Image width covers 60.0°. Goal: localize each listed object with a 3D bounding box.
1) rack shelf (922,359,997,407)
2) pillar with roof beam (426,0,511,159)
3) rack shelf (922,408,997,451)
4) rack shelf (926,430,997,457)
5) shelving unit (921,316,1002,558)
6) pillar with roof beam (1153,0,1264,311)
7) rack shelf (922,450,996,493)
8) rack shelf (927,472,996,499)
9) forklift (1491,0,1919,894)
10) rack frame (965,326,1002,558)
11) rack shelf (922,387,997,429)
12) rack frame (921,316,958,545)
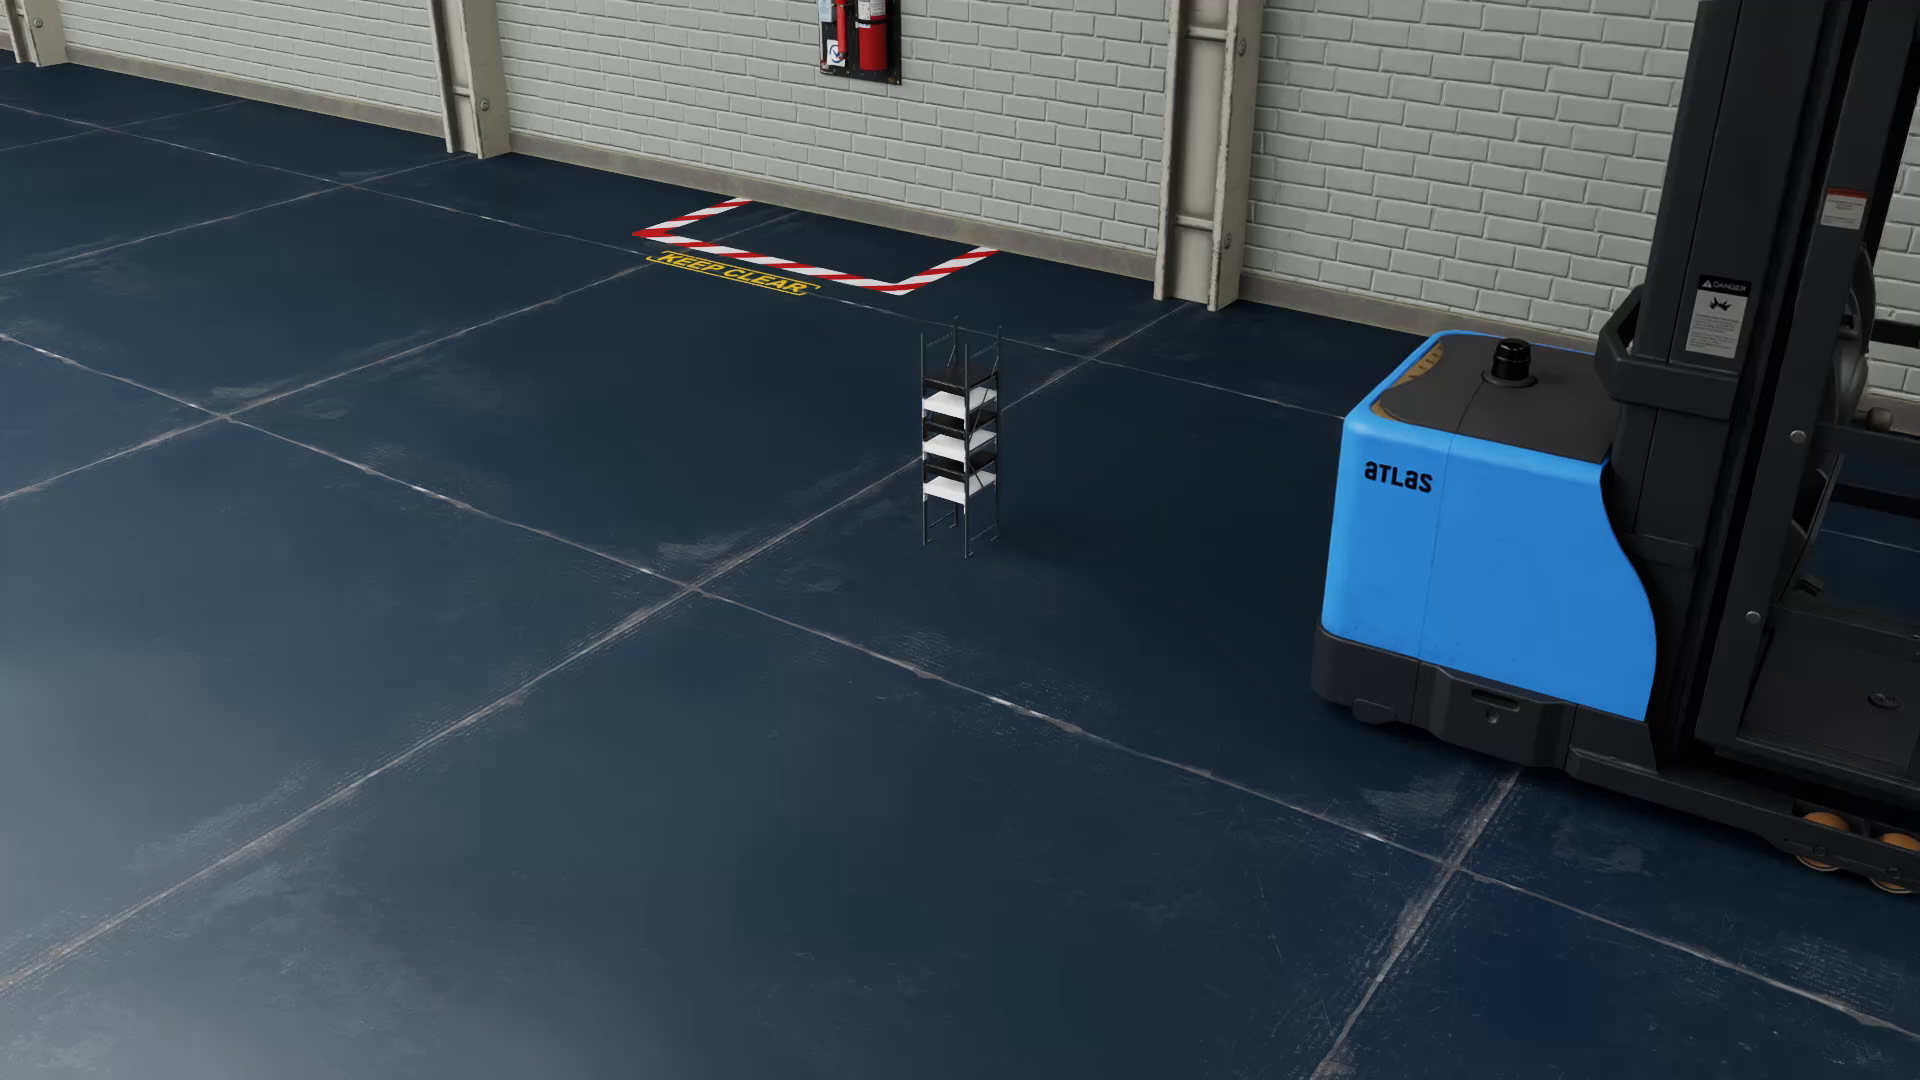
[{"bbox_3d":[0.007,-0.610,6.434,0.200,0.077,0.258,17,32,30],"label":"rack shelf"},{"bbox_3d":[-6.036,-5.320,7.282,0.400,9.000,9.100,17,32,30],"label":"pillar with roof beam"},{"bbox_3d":[0.007,-0.449,6.516,0.200,0.077,0.258,17,32,30],"label":"rack shelf"},{"bbox_3d":[0.007,-0.387,6.548,0.190,0.026,0.221,17,32,30],"label":"rack shelf"},{"bbox_3d":[0.007,-0.399,6.542,0.210,0.900,0.258,17,32,30],"label":"shelving unit"},{"bbox_3d":[-1.091,-3.779,4.255,0.400,9.000,9.100,17,32,30],"label":"pillar with roof beam"},{"bbox_3d":[0.007,-0.289,6.598,0.200,0.077,0.258,17,32,30],"label":"rack shelf"},{"bbox_3d":[0.007,-0.227,6.629,0.190,0.026,0.221,17,32,30],"label":"rack shelf"},{"bbox_3d":[2.702,-0.567,4.632,3.031,2.935,1.110,16,31,28],"label":"forklift"},{"bbox_3d":[0.090,-0.373,6.490,0.006,0.900,0.240,17,32,30],"label":"rack frame"},{"bbox_3d":[0.007,-0.530,6.475,0.200,0.077,0.258,17,32,30],"label":"rack shelf"},{"bbox_3d":[-0.077,-0.425,6.593,0.006,0.900,0.240,17,32,30],"label":"rack frame"}]
